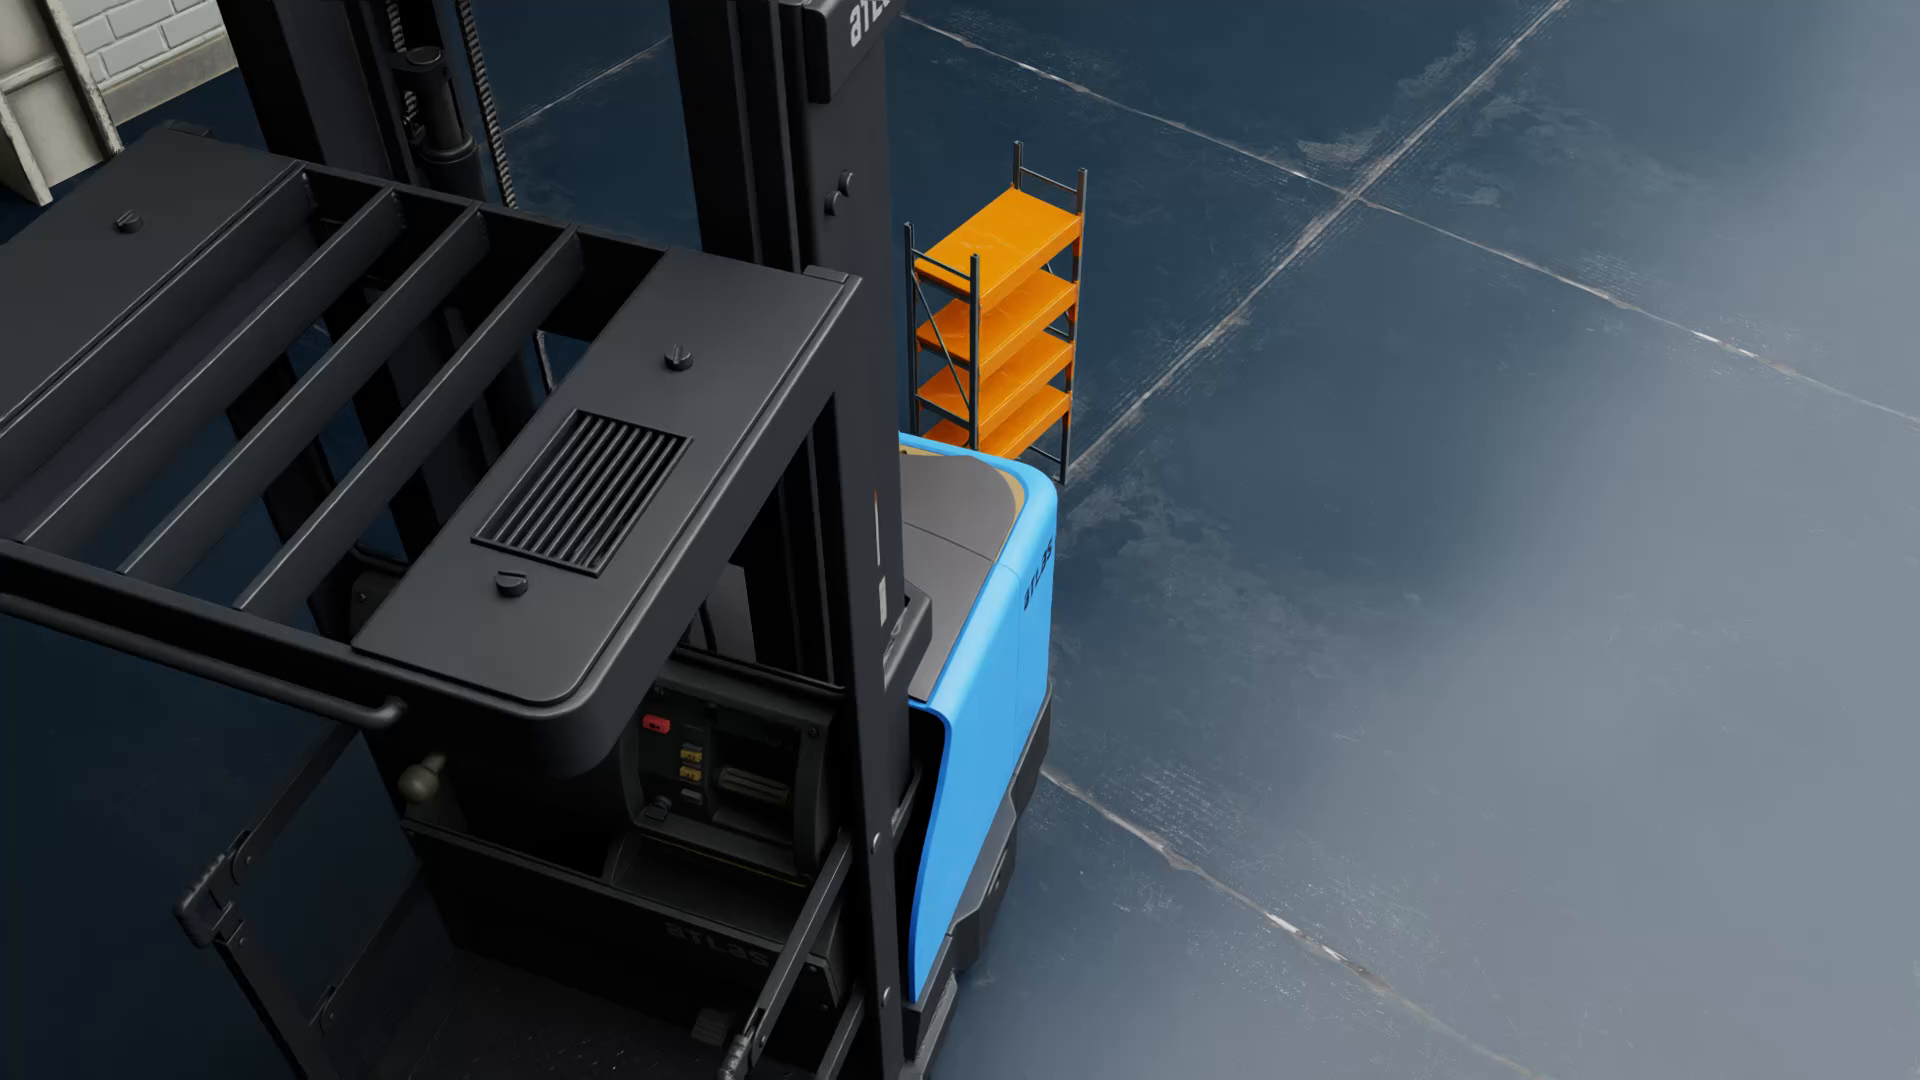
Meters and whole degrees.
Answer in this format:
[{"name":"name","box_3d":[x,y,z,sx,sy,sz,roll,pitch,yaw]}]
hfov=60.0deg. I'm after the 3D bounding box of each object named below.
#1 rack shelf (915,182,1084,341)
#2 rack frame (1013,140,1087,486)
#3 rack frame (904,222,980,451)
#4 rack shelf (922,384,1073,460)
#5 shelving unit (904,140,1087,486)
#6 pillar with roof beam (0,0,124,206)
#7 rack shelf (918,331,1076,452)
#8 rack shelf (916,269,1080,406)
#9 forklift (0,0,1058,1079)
[{"name":"rack shelf","box_3d":[0.101,-0.781,4.622,0.258,0.148,0.480,29,53,25]},{"name":"rack frame","box_3d":[0.250,-0.649,5.040,0.240,1.200,0.015,29,53,25]},{"name":"rack frame","box_3d":[-0.048,-0.370,4.773,0.240,1.200,0.015,29,53,25]},{"name":"rack shelf","box_3d":[0.101,-0.326,5.099,0.258,0.148,0.480,29,53,25]},{"name":"shelving unit","box_3d":[0.101,-0.509,4.907,0.258,1.200,0.503,29,53,25]},{"name":"pillar with roof beam","box_3d":[-0.185,-2.689,1.595,9.100,9.000,0.400,29,53,25]},{"name":"rack shelf","box_3d":[0.101,-0.463,4.955,0.258,0.148,0.480,29,53,25]},{"name":"rack shelf","box_3d":[0.101,-0.617,4.794,0.258,0.148,0.480,29,53,25]},{"name":"forklift","box_3d":[-0.737,0.446,2.797,1.130,2.935,3.031,15,48,14]}]
